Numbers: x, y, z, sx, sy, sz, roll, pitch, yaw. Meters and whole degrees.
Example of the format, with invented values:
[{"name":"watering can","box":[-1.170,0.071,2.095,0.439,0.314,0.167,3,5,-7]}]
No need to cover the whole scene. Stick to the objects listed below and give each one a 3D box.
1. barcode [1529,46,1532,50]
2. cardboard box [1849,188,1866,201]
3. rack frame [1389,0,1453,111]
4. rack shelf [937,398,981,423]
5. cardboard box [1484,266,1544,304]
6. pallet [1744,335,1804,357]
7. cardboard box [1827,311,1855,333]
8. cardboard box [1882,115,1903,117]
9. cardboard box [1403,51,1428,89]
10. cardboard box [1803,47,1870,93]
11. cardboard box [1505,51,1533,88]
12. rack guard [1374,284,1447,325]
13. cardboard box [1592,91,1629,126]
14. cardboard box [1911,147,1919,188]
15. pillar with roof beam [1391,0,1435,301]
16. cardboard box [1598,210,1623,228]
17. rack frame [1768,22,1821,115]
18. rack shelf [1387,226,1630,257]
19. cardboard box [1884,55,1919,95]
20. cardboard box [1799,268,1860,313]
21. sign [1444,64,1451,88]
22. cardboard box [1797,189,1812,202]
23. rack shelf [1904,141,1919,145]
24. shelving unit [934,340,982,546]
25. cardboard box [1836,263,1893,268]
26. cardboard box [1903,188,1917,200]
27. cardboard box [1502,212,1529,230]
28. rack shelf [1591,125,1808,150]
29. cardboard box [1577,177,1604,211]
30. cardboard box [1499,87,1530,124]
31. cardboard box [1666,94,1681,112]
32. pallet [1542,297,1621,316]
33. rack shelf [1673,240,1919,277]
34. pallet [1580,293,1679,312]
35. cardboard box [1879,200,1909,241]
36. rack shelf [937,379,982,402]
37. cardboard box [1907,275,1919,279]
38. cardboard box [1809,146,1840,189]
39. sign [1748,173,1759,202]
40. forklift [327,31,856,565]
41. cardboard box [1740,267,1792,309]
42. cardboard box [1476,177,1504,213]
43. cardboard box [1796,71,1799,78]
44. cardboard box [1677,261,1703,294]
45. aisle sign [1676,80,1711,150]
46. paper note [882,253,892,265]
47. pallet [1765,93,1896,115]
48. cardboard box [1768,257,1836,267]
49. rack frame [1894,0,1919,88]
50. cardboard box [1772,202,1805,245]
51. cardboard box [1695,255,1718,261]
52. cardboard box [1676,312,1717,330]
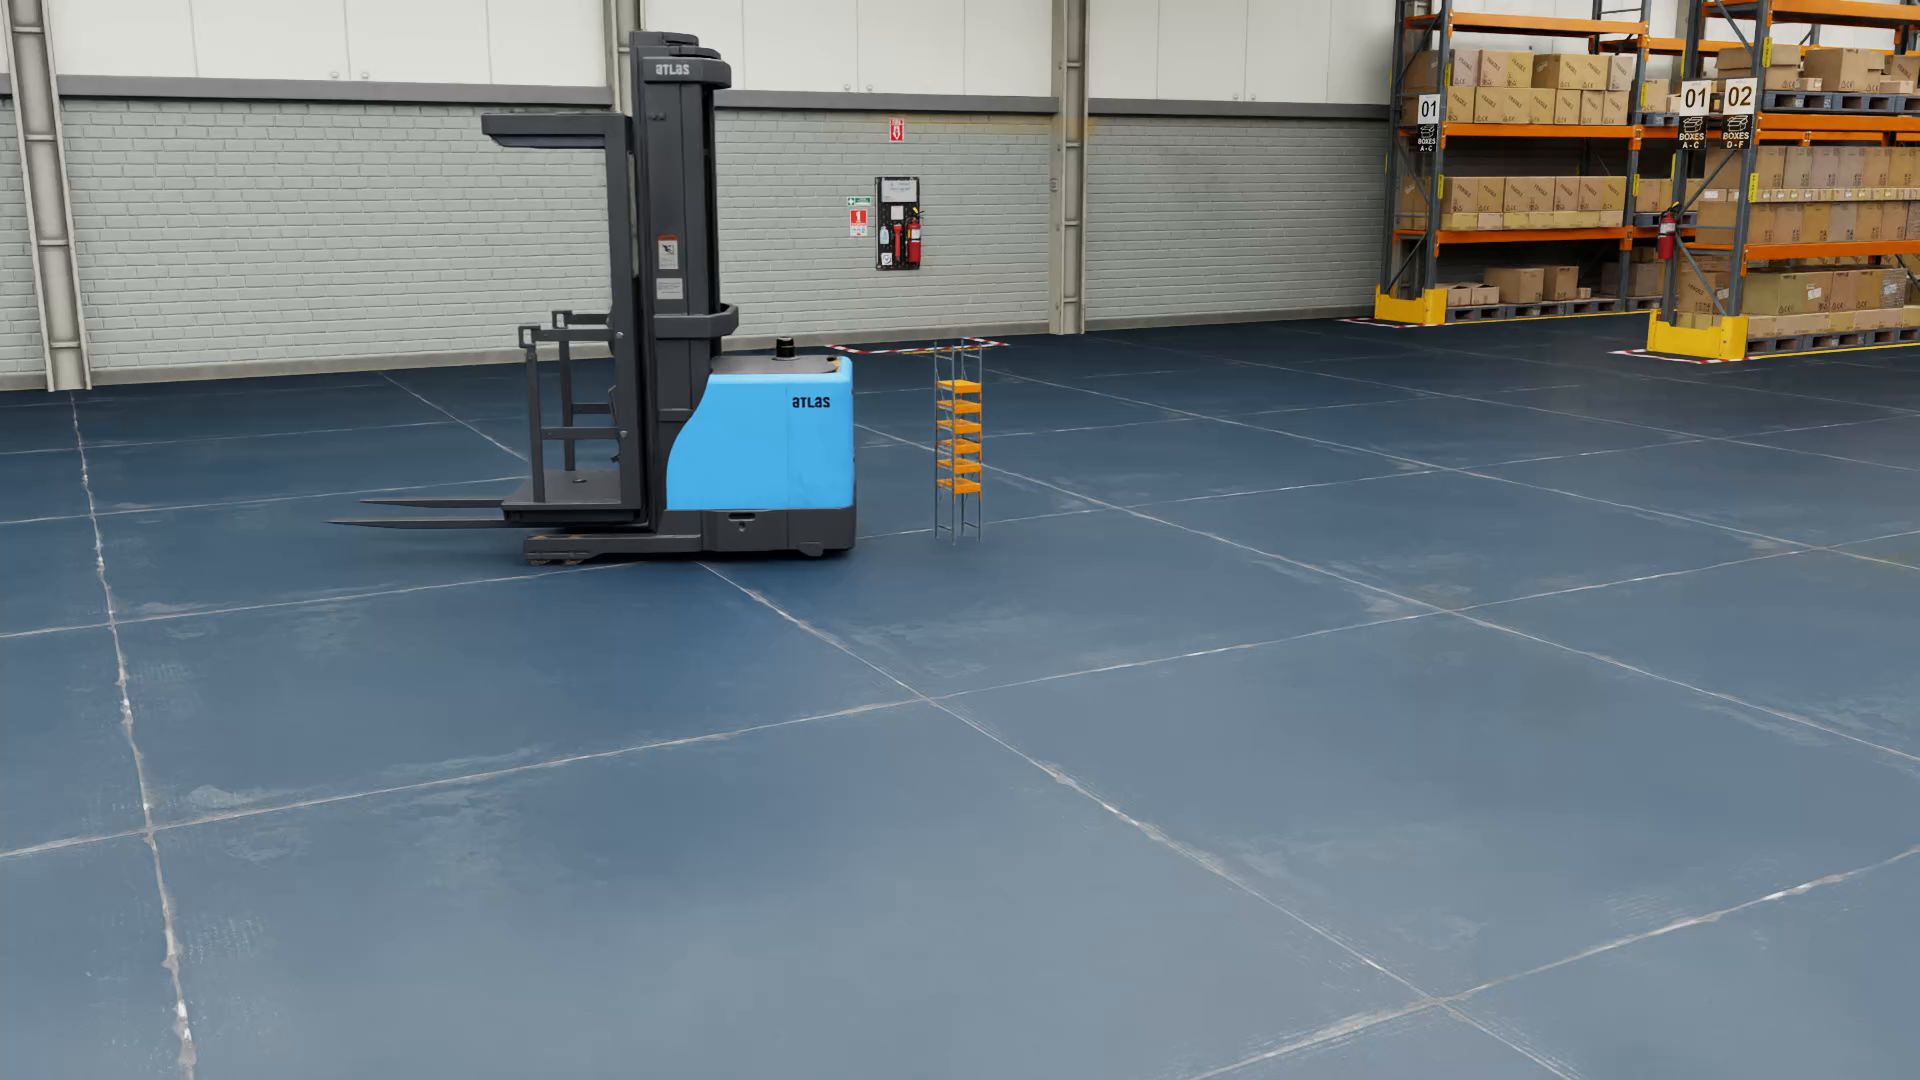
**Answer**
[{"name":"barcode","box":[8.595,-7.411,25.049,0.075,0.075,0.001,-7,14,-28]},{"name":"cardboard box","box":[10.915,-4.263,20.516,0.250,0.149,0.380,-6,14,-26]},{"name":"rack frame","box":[6.510,-7.590,23.340,0.127,3.000,1.000,-7,14,-28]},{"name":"rack shelf","box":[-0.013,-0.775,9.928,0.180,0.103,0.258,-7,14,-28]},{"name":"cardboard box","box":[8.329,-3.841,25.037,0.500,0.500,0.700,-8,15,-31]},{"name":"pallet","box":[9.538,-2.437,20.457,1.213,0.211,1.003,-7,14,-28]},{"name":"cardboard box","box":[10.782,-2.743,20.774,0.500,0.250,0.500,-7,14,-28]},{"name":"cardboard box","box":[15.761,-7.510,28.586,0.500,0.500,0.700,-7,15,-29]},{"name":"cardboard box","box":[6.764,-6.769,23.971,0.500,0.500,0.500,-6,14,-25]},{"name":"cardboard box","box":[10.476,-5.616,19.898,0.500,0.500,0.500,-7,14,-28]},{"name":"cardboard box","box":[7.874,-6.766,23.958,0.500,0.500,0.500,-6,14,-26]},{"name":"rack guard","box":[6.577,-3.452,24.308,0.348,0.500,1.175,-7,14,-28]},{"name":"cardboard box","box":[9.694,-6.505,25.077,0.500,0.500,0.500,-6,14,-26]},{"name":"cardboard box","box":[12.012,-4.764,21.262,0.500,0.500,0.700,-7,14,-28]},{"name":"pillar with roof beam","box":[8.773,-7.001,20.721,0.400,9.000,9.100,-7,14,-28]},{"name":"cardboard box","box":[9.751,-4.912,25.401,0.500,0.250,0.500,-7,14,-28]},{"name":"rack frame","box":[13.532,-8.432,27.079,0.127,3.000,1.000,-7,14,-28]},{"name":"rack shelf","box":[8.266,-4.523,25.012,4.000,0.370,1.077,-7,14,-28]},{"name":"cardboard box","box":[11.830,-5.913,21.216,0.500,0.500,0.500,-6,14,-23]},{"name":"cardboard box","box":[10.782,-3.109,20.691,0.500,0.500,0.500,-7,14,-28]},{"name":"sign","box":[6.771,-6.449,23.108,0.005,0.325,0.100,-7,14,-28]},{"name":"cardboard box","box":[10.007,-4.154,20.032,0.250,0.149,0.380,-7,14,-29]},{"name":"rack shelf","box":[18.799,-7.248,30.292,4.000,0.370,1.077,-7,14,-28]},{"name":"shelving unit","box":[-0.013,-0.584,9.971,0.189,1.200,0.258,-7,14,-28]},{"name":"cardboard box","box":[11.841,-3.371,21.853,0.500,0.500,0.500,-7,14,-28]},{"name":"cardboard box","box":[11.815,-4.371,20.997,0.250,0.149,0.380,-7,15,-30]},{"name":"cardboard box","box":[7.990,-4.700,24.457,0.500,0.250,0.500,-7,15,-29]},{"name":"rack shelf","box":[11.777,-6.407,26.553,4.000,0.370,1.077,-7,14,-28]},{"name":"cardboard box","box":[9.319,-5.224,25.076,0.500,0.500,0.500,-7,14,-28]},{"name":"cardboard box","box":[7.866,-6.277,24.065,0.500,0.500,0.500,-6,14,-25]},{"name":"cardboard box","box":[11.080,-6.816,25.977,0.500,0.311,0.500,-6,14,-26]},{"name":"pallet","box":[9.449,-3.646,25.830,1.213,0.211,1.003,-7,14,-28]},{"name":"rack shelf","box":[10.643,-3.568,20.772,4.000,0.370,1.077,-7,14,-28]},{"name":"pallet","box":[10.704,-3.806,26.539,1.213,0.211,1.003,-7,14,-28]},{"name":"cardboard box","box":[11.552,-4.074,21.152,0.500,0.500,0.700,-7,14,-28]},{"name":"rack shelf","box":[-0.013,-0.892,9.901,0.180,0.103,0.258,-7,14,-28]},{"name":"cardboard box","box":[13.070,-3.421,22.505,0.500,0.311,0.500,-6,14,-26]},{"name":"cardboard box","box":[10.251,-4.552,20.323,0.500,0.500,0.700,-7,14,-28]},{"name":"sign","box":[9.148,-4.062,19.176,0.005,0.325,0.100,-7,14,-28]},{"name":"forklift","box":[-2.144,-1.406,9.682,3.031,2.935,1.130,-1,13,-3]},{"name":"cardboard box","box":[10.086,-3.160,20.917,0.500,0.500,0.500,-7,14,-28]},{"name":"cardboard box","box":[7.512,-5.008,24.118,0.500,0.500,0.500,-7,14,-28]},{"name":"cardboard box","box":[9.772,-5.544,20.148,0.500,0.250,0.500,-7,14,-28]},{"name":"cardboard box","box":[11.556,-4.270,26.941,0.500,0.500,0.700,-7,14,-27]},{"name":"aisle sign","box":[8.689,-5.027,19.693,0.004,0.787,0.394,-7,14,-28]},{"name":"paper note","box":[-0.932,-3.585,21.212,0.142,0.148,0.016,-7,14,-28]},{"name":"pallet","box":[10.592,-5.328,20.321,1.213,0.211,1.003,-7,14,-28]},{"name":"cardboard box","box":[14.241,-4.713,28.159,0.750,0.750,0.750,-7,14,-29]},{"name":"rack frame","box":[12.398,-7.057,20.969,0.127,3.000,1.000,-7,14,-28]},{"name":"cardboard box","box":[9.762,-3.861,20.204,0.500,0.500,0.700,-6,14,-26]},{"name":"cardboard box","box":[11.946,-4.677,27.043,0.500,0.250,0.500,-7,14,-28]},{"name":"cardboard box","box":[9.216,-2.686,20.517,0.500,0.250,0.500,-7,14,-28]}]
